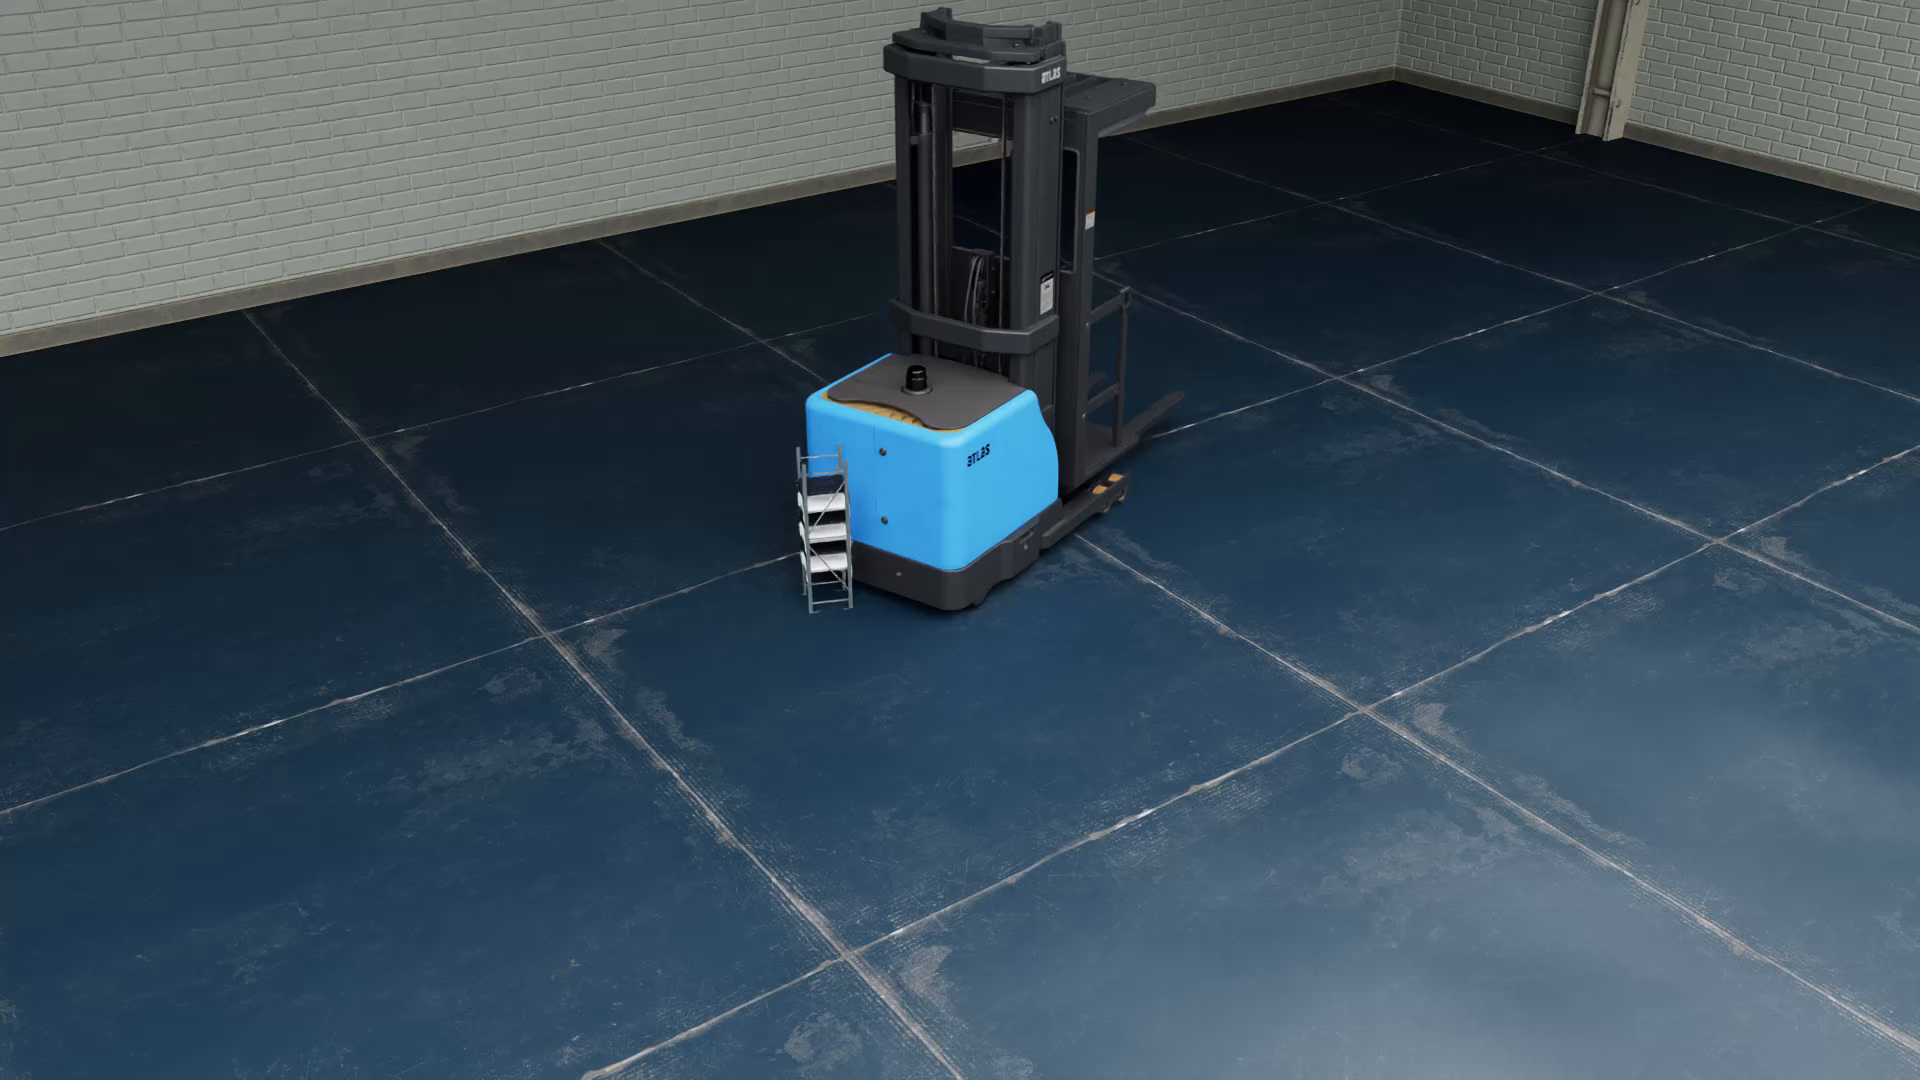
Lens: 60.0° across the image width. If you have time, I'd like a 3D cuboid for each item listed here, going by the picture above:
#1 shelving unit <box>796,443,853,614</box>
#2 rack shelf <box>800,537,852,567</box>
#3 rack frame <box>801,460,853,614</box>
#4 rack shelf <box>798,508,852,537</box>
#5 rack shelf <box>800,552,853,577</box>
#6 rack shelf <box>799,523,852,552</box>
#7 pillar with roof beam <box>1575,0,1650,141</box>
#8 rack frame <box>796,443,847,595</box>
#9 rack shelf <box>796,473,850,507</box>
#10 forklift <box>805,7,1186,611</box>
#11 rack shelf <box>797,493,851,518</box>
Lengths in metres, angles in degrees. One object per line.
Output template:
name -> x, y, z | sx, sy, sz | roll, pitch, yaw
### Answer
shelving unit -> -0.723, -0.056, 8.911 | 0.258, 0.900, 0.210 | -6, 29, -11
rack shelf -> -0.723, 0.052, 8.969 | 0.258, 0.077, 0.200 | -6, 29, -11
rack frame -> -0.701, -0.009, 8.823 | 0.240, 0.900, 0.006 | -6, 29, -11
rack shelf -> -0.723, -0.106, 8.883 | 0.258, 0.077, 0.200 | -6, 29, -11
rack shelf -> -0.723, 0.131, 9.012 | 0.258, 0.077, 0.200 | -6, 29, -11
rack shelf -> -0.723, -0.027, 8.926 | 0.258, 0.077, 0.200 | -6, 29, -11
pillar with roof beam -> 3.294, -7.073, 13.345 | 9.100, 9.000, 0.400 | -19, 34, -31
rack frame -> -0.746, -0.104, 8.998 | 0.240, 0.900, 0.006 | -6, 29, -11
rack shelf -> -0.723, -0.264, 8.798 | 0.258, 0.077, 0.200 | -6, 29, -11
forklift -> 0.389, -1.566, 9.562 | 1.130, 2.935, 3.031 | 18, 33, 29
rack shelf -> -0.723, -0.185, 8.841 | 0.258, 0.077, 0.200 | -6, 29, -11
